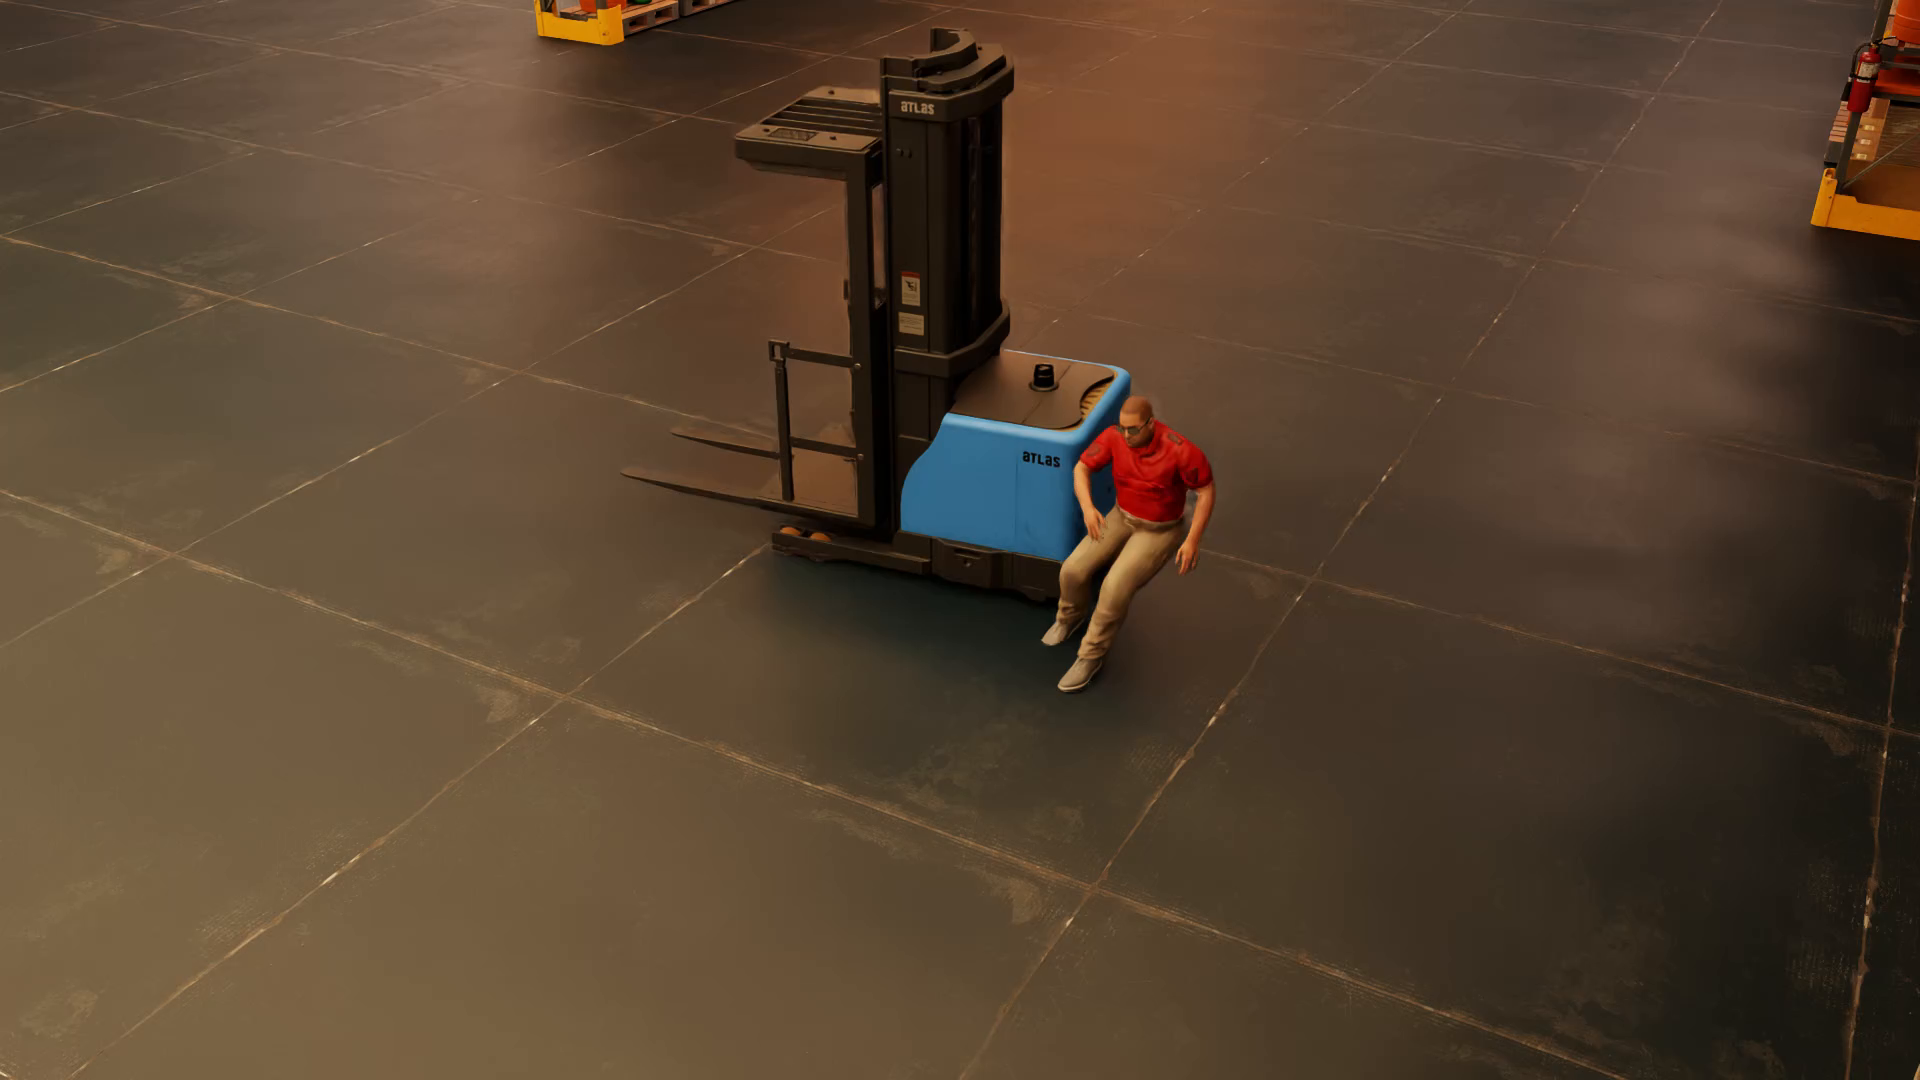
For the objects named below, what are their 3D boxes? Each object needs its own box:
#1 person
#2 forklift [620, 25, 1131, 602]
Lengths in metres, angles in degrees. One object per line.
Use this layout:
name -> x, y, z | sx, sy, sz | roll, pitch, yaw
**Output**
person -> 0.807, 0.007, 8.598 | 0.776, 1.516, 0.905 | 20, 35, 30
forklift -> -0.575, -1.376, 9.454 | 3.031, 2.935, 1.130 | 11, 32, 18
